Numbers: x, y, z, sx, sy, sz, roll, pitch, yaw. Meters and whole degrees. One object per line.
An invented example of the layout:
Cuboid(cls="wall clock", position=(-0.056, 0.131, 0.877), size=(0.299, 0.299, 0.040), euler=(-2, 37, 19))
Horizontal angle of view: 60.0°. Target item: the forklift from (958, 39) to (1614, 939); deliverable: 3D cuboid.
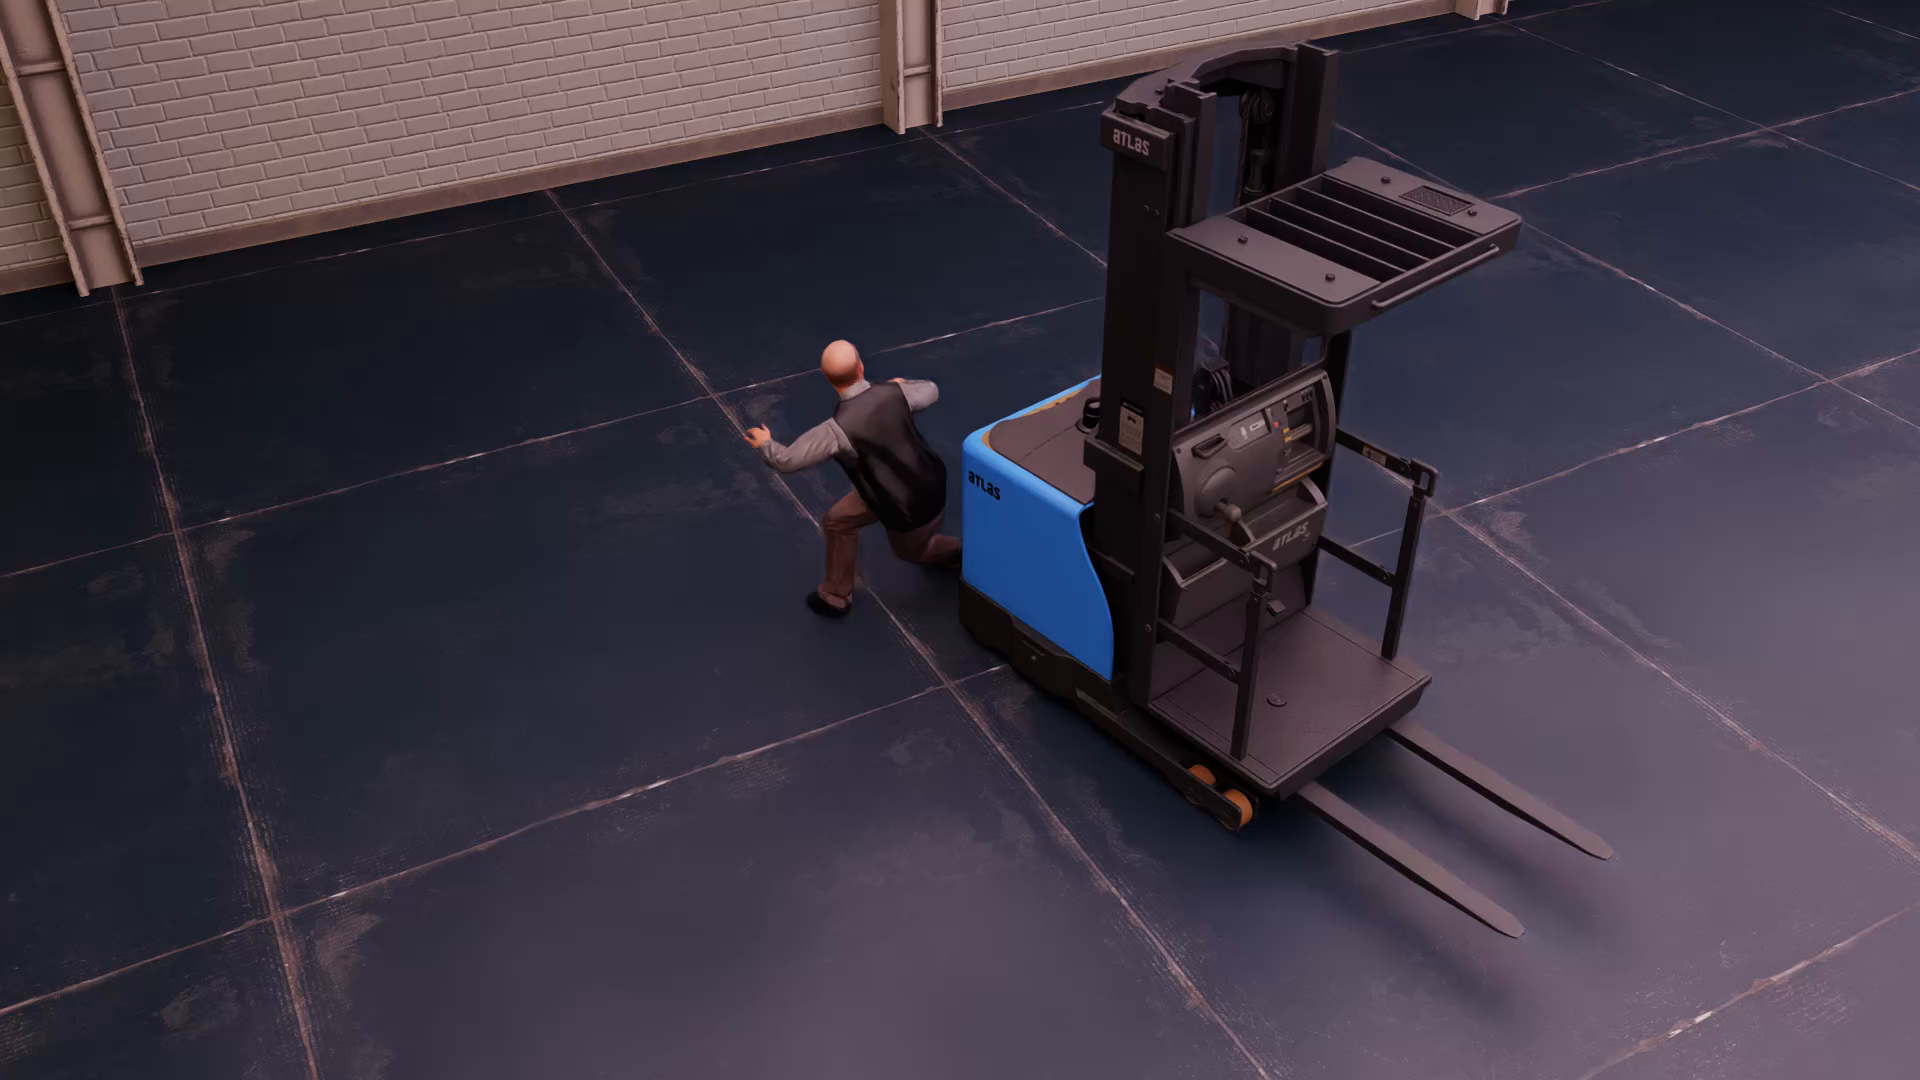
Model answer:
Cuboid(cls="forklift", position=(1.335, -0.321, 6.577), size=(1.130, 2.935, 3.031), euler=(-26, 43, -32))

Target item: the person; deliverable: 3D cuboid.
Cuboid(cls="person", position=(-0.469, -0.321, 7.835), size=(1.003, 1.498, 0.943), euler=(7, 36, 10))
